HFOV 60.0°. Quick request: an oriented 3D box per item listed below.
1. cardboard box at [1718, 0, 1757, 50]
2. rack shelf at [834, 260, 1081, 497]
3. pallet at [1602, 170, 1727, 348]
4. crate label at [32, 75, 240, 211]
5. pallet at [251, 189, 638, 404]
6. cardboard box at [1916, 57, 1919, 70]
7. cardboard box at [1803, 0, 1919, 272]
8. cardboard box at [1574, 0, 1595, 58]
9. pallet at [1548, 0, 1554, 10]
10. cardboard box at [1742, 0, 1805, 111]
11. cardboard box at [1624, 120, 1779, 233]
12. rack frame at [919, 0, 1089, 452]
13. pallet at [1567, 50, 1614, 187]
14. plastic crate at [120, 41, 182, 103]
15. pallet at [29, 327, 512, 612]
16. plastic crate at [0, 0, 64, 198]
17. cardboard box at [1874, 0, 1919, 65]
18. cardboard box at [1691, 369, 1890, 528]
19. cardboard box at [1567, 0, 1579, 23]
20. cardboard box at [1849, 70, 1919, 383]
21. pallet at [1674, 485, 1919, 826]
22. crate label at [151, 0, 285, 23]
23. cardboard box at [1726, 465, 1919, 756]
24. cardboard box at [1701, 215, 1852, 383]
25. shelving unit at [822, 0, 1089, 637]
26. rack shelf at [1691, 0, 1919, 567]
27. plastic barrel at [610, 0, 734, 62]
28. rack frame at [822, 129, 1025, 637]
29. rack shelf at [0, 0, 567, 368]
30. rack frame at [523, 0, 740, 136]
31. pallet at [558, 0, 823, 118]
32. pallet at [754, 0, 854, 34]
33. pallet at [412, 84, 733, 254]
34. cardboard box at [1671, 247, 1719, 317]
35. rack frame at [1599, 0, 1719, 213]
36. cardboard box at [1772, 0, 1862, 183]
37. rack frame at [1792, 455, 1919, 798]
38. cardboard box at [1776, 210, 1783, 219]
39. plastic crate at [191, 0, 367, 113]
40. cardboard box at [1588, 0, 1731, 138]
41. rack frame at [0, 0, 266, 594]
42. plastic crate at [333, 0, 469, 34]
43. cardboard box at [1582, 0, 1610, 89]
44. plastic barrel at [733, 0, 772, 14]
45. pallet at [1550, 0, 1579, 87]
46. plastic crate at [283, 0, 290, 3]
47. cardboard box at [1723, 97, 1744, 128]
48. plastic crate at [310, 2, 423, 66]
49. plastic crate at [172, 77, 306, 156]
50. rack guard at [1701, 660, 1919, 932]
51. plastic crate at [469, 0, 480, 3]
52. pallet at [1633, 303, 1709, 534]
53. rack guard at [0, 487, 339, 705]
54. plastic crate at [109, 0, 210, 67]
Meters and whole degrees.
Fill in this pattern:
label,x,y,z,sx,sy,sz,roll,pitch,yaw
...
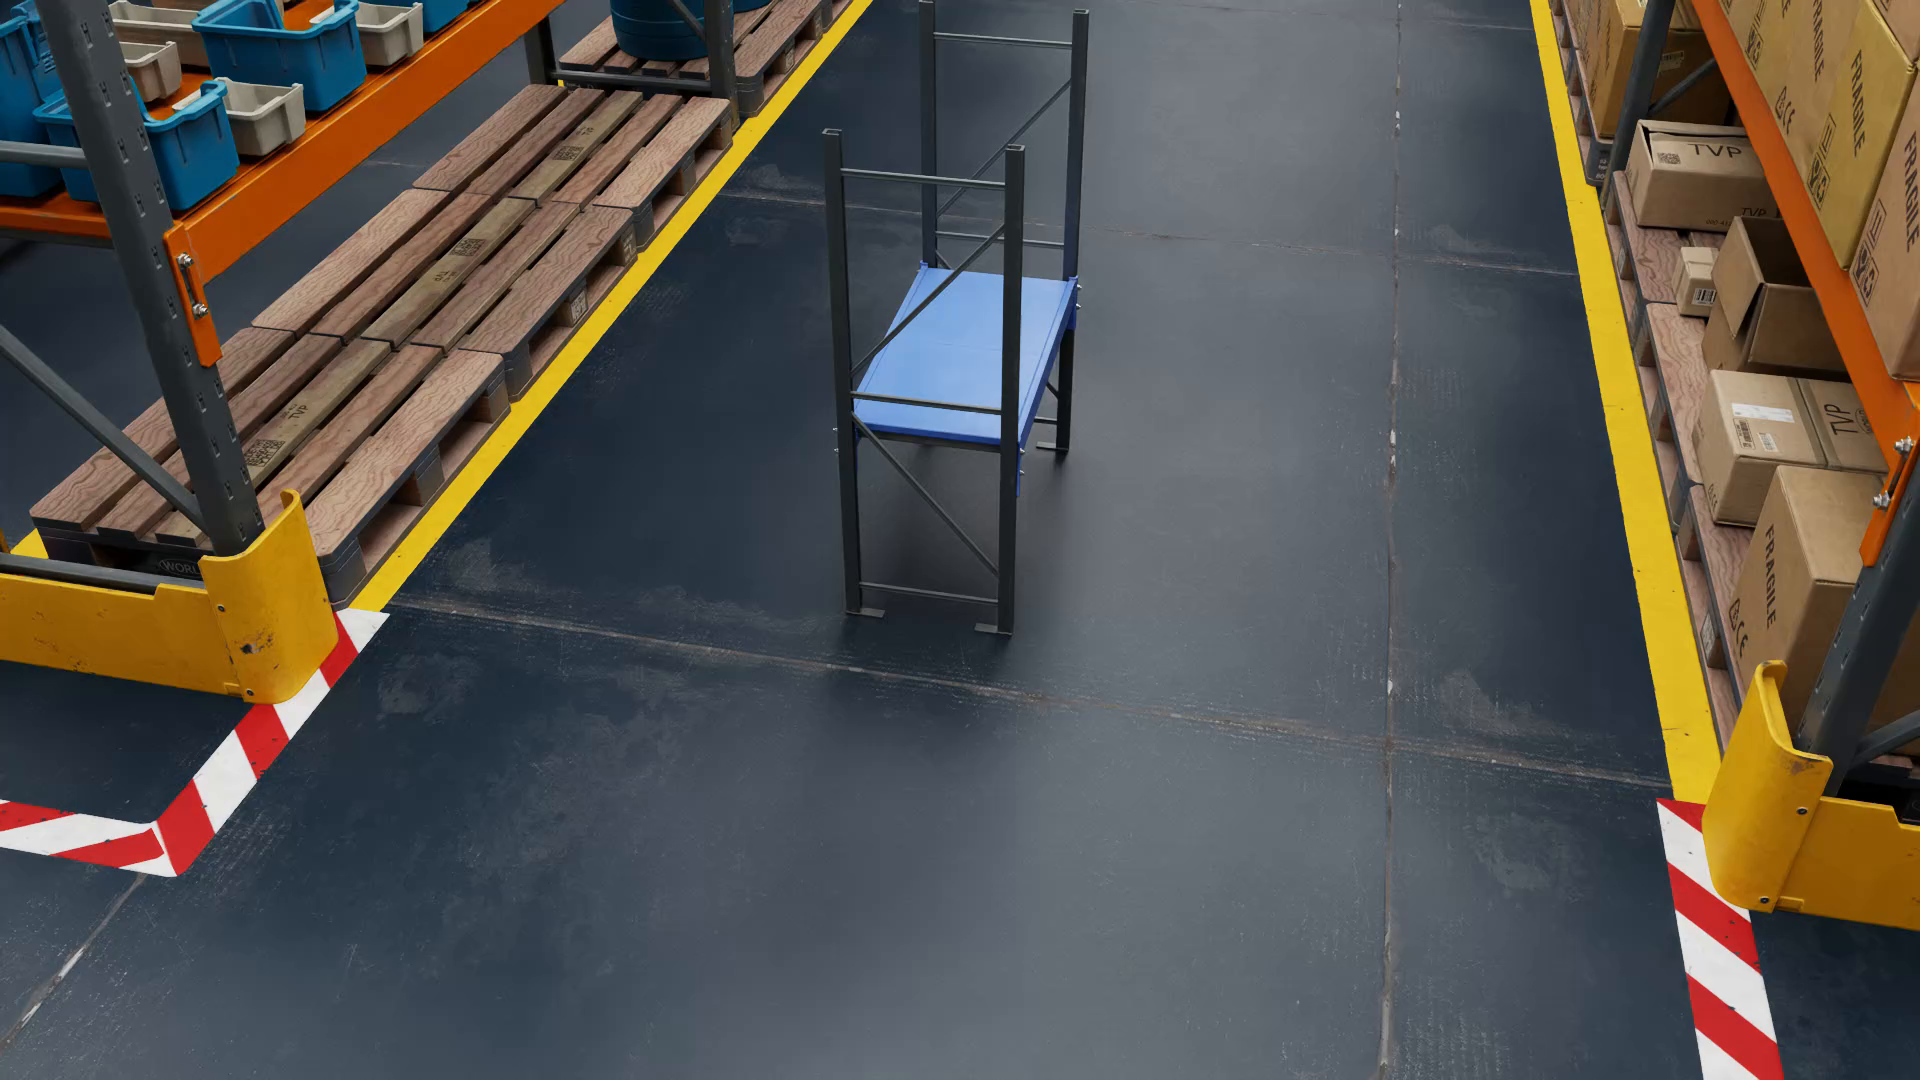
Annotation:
label,x,y,z,sx,sy,sz,roll,pitch,yaw
cardboard box,2.691,-1.808,5.103,0.500,0.500,0.500,7,37,10
rack shelf,0.018,-0.511,4.983,0.538,0.185,1.000,7,37,10
pallet,3.134,-1.083,6.565,1.003,0.211,1.213,7,37,10
crate label,-2.037,-0.993,4.155,0.416,0.233,0.303,7,37,10
pallet,-1.935,-0.972,6.411,1.003,0.211,1.213,7,37,10
cardboard box,2.253,-1.048,3.202,0.500,0.500,0.500,7,37,10
cardboard box,2.364,-0.942,3.909,0.500,0.500,0.500,8,37,10
cardboard box,3.328,-2.661,8.120,0.500,0.500,0.500,8,37,11
pallet,3.939,-3.347,9.688,1.003,0.211,1.213,7,37,10
cardboard box,2.584,-1.516,4.701,0.500,0.500,0.500,7,36,9
cardboard box,2.980,-1.482,6.655,0.500,0.311,0.500,7,37,10
rack frame,0.127,-0.948,5.279,0.500,1.500,0.032,7,37,10
pallet,3.418,-1.948,7.758,1.003,0.211,1.213,7,37,10
plastic crate,-2.414,-1.344,4.721,0.396,0.136,0.243,7,37,10
pallet,-2.197,-0.275,5.449,1.003,0.211,1.213,7,37,10
plastic crate,-2.522,-1.190,4.254,0.616,0.435,0.499,7,37,10
cardboard box,2.360,-1.338,3.602,0.500,0.500,0.500,8,37,11
cardboard box,2.535,-0.261,5.022,0.500,0.250,0.500,7,37,10
cardboard box,3.434,-2.952,8.523,0.500,0.500,0.500,6,36,8
cardboard box,2.257,-0.644,3.498,0.500,0.500,0.500,8,37,11
pallet,2.612,0.316,4.635,1.003,0.211,1.213,7,37,10
crate label,-2.302,-1.671,5.173,0.396,0.136,0.243,7,37,10
cardboard box,2.302,0.179,4.203,0.500,0.500,0.500,7,37,10
cardboard box,2.885,-0.696,5.406,0.797,0.503,0.637,7,37,10
shelving unit,0.018,-0.656,4.877,0.538,1.500,1.048,7,37,10
rack shelf,2.854,-1.168,4.919,1.077,0.370,4.000,7,37,10
plastic barrel,-1.424,-2.859,8.069,0.600,0.901,0.708,7,37,10
rack frame,-0.090,-0.365,4.475,0.500,1.500,0.032,7,37,10
rack shelf,-1.984,-1.791,5.778,1.077,0.370,4.000,7,37,10
rack frame,-1.557,-3.229,7.149,1.000,3.000,0.127,7,37,10
pallet,-1.351,-2.537,8.571,1.003,0.211,1.213,7,37,10
pallet,-1.093,-3.239,9.539,1.003,0.211,1.213,7,37,10
pallet,-1.676,-1.674,7.379,1.003,0.211,1.213,7,37,10
cardboard box,2.805,-0.926,6.011,0.380,0.166,0.250,7,37,10
rack frame,3.281,-2.606,6.290,1.000,3.000,0.127,7,37,10
cardboard box,2.476,-1.227,4.302,0.500,0.500,0.500,8,37,10
rack frame,2.427,-0.313,3.126,1.000,3.000,0.127,7,37,10
cardboard box,3.437,-1.410,6.394,0.500,0.500,0.500,7,37,10
plastic crate,-1.896,-1.370,4.676,0.416,0.233,0.300,7,37,10
cardboard box,3.107,-2.091,7.334,0.500,0.500,0.500,7,37,10
rack frame,-2.411,-0.936,3.985,1.000,3.000,0.127,7,37,10
plastic crate,-1.756,-1.747,5.197,0.416,0.233,0.300,7,37,10
cardboard box,3.220,-2.373,7.724,0.500,0.500,0.500,7,37,10
plastic barrel,-1.273,-3.265,8.629,0.600,0.901,0.708,7,37,10
pallet,3.676,-2.649,8.726,1.003,0.211,1.213,7,37,10
plastic crate,-2.257,-1.843,5.410,0.298,0.136,0.250,7,37,10
cardboard box,3.623,-2.019,7.235,0.500,0.500,0.500,6,36,8
plastic crate,-1.743,-1.516,4.959,0.250,0.136,0.298,7,37,10
plastic crate,-1.888,-1.127,4.423,0.250,0.136,0.298,7,37,10
rack guard,2.443,0.656,3.919,1.175,0.500,0.348,7,37,10
plastic crate,-1.692,-1.920,5.434,0.416,0.233,0.300,7,37,10
pallet,2.875,-0.382,5.597,1.003,0.211,1.213,7,37,10
rack guard,-2.404,0.092,4.697,1.175,0.500,0.348,7,37,10
plastic crate,-2.338,-1.508,4.948,0.396,0.136,0.243,7,37,10
